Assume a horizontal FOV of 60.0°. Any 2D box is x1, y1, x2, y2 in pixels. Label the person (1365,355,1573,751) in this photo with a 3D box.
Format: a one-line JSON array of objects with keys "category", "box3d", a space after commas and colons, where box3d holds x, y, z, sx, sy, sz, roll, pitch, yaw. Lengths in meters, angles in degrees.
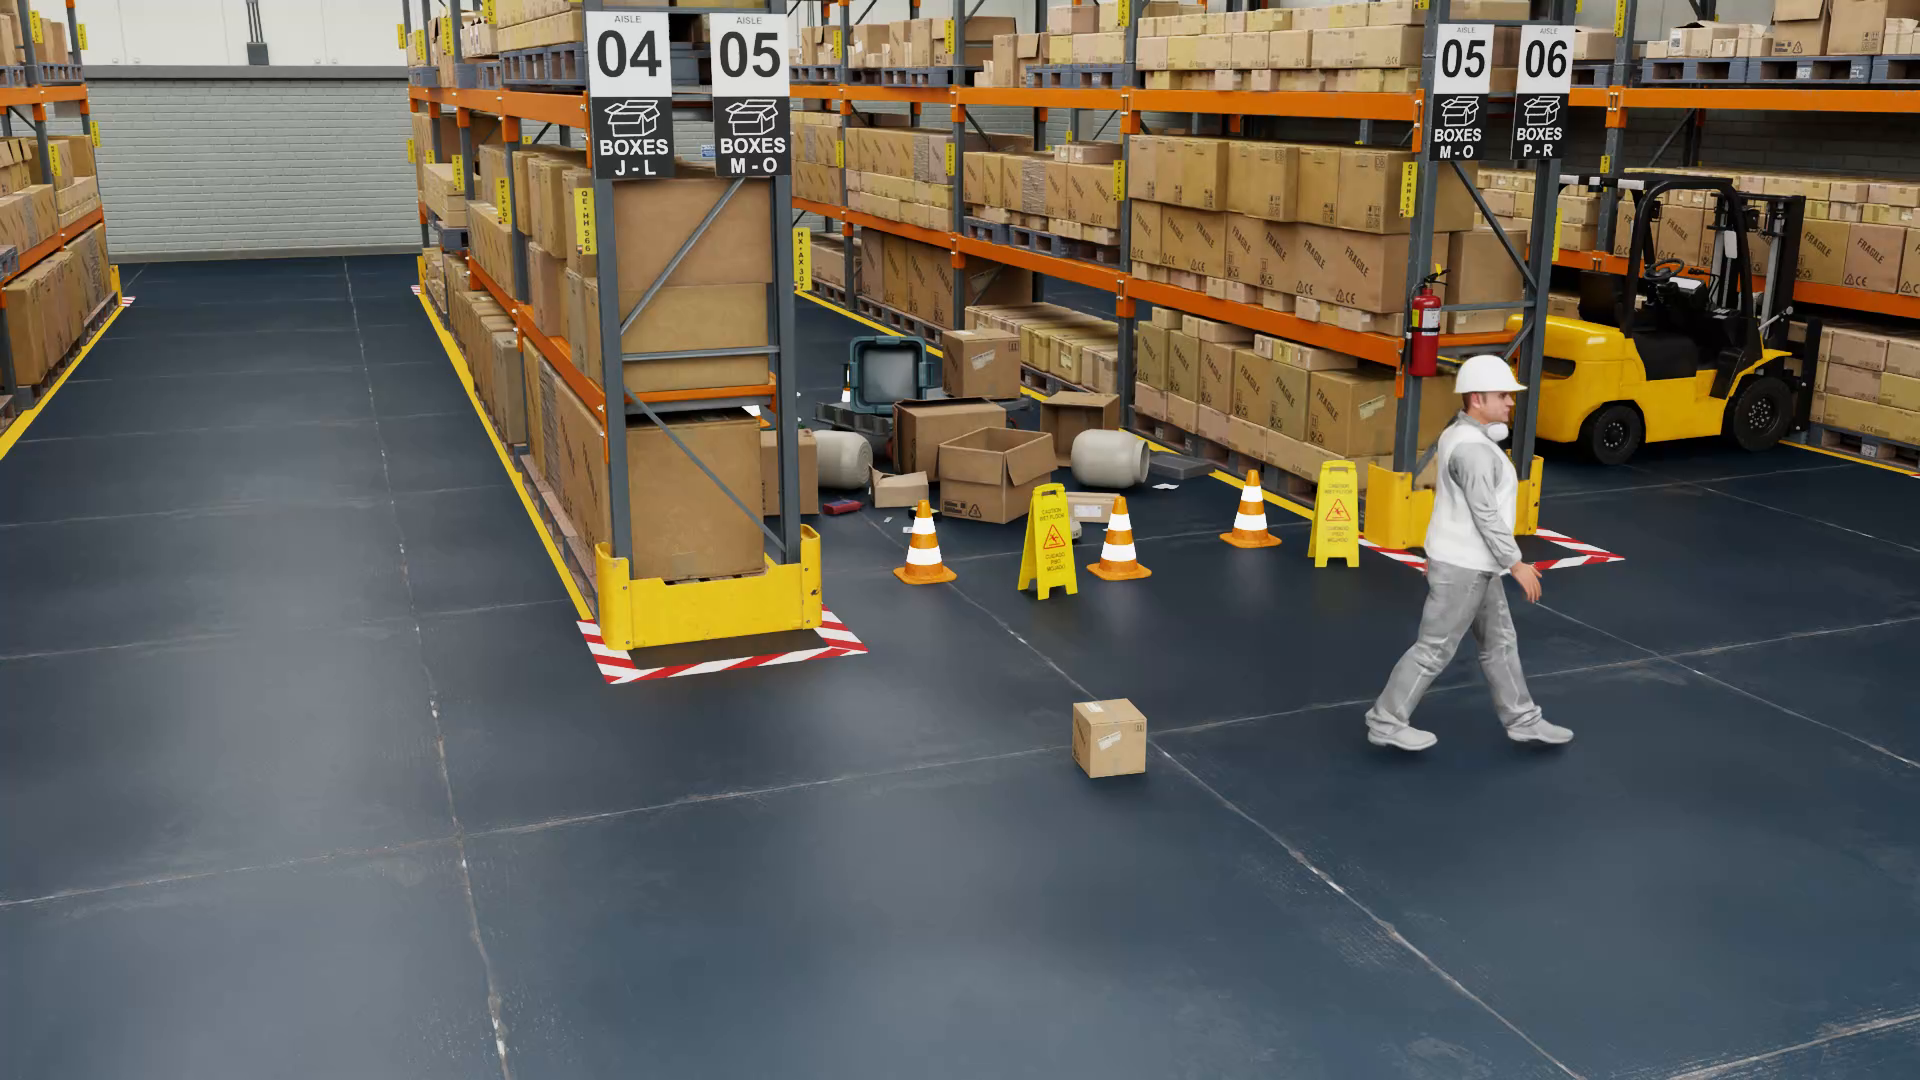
[{"category": "person", "box3d": [2.256, 0.073, 7.137, 0.919, 1.737, 0.624, 3, 16, 11]}]
